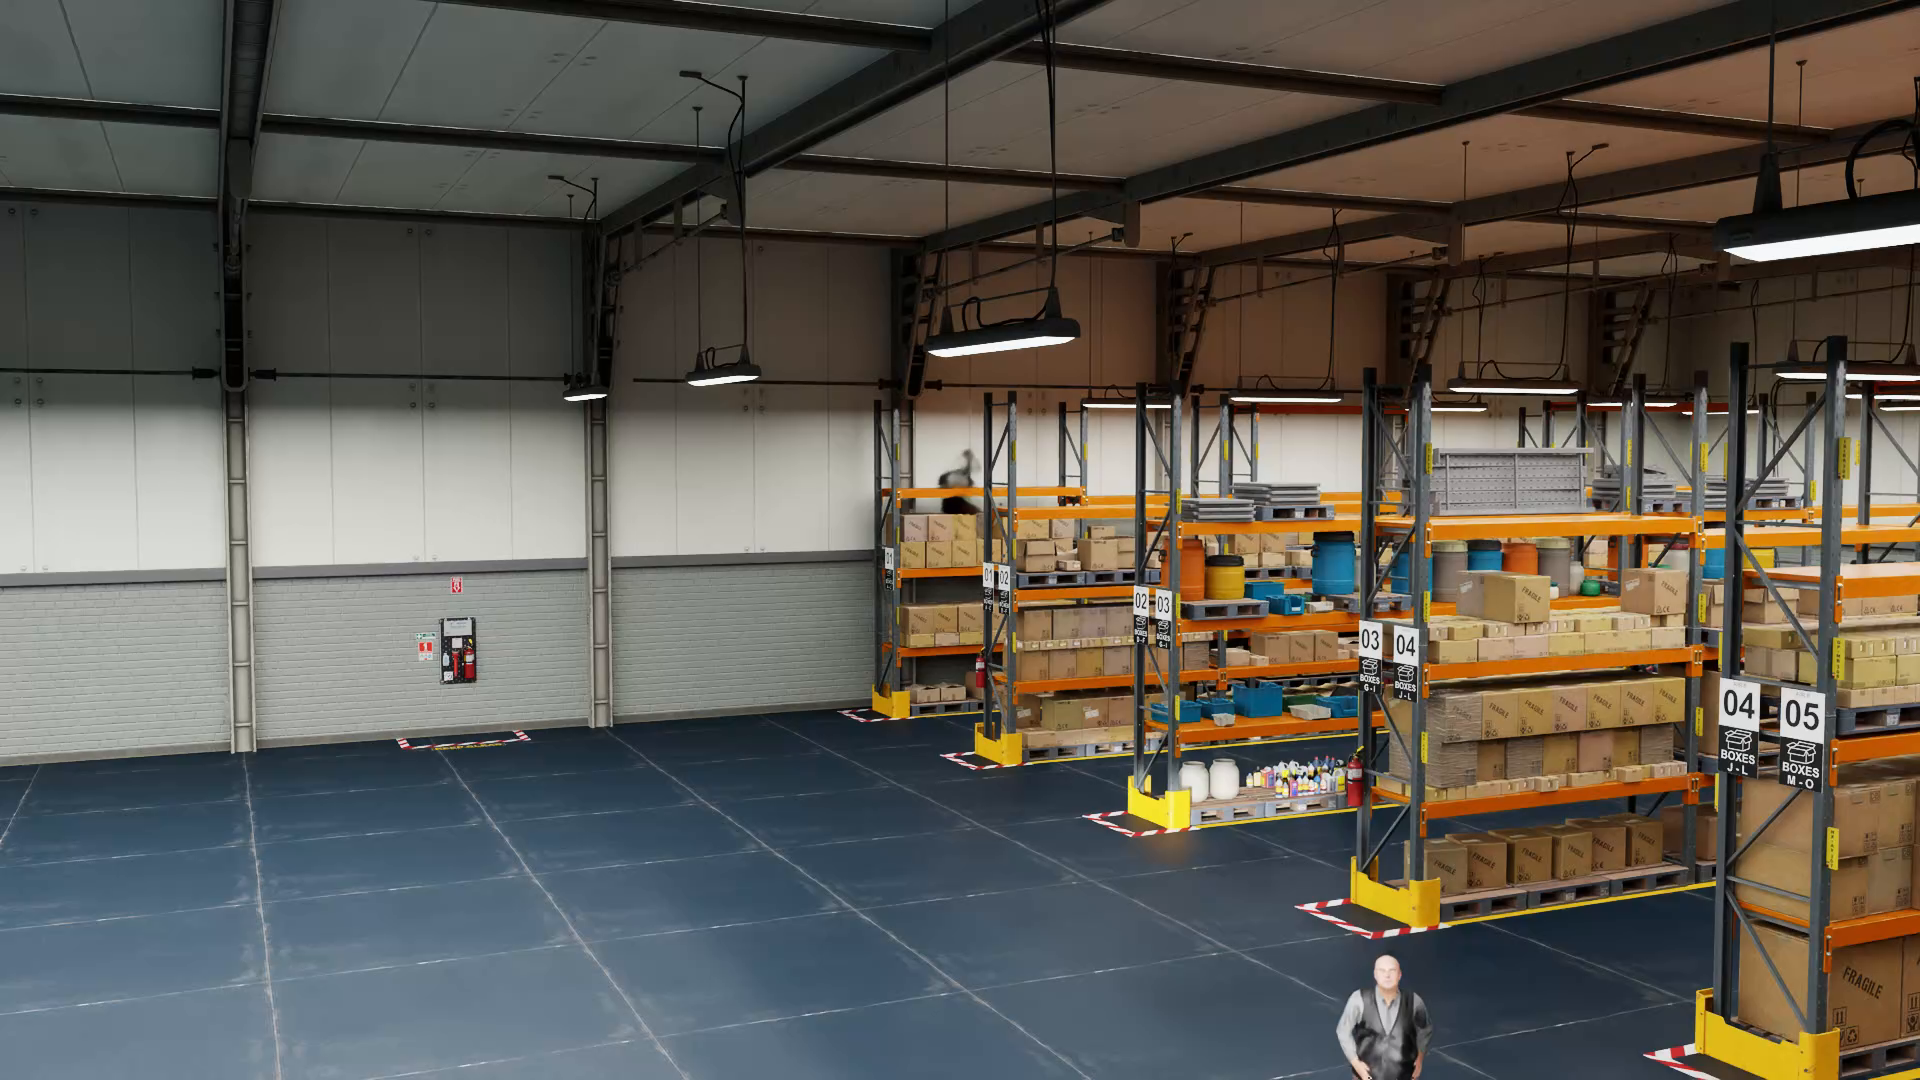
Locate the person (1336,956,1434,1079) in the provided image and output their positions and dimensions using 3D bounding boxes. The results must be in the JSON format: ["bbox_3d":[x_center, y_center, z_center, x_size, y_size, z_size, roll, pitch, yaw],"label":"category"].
[{"bbox_3d":[2.897,3.680,11.364,0.642,1.708,1.010,1,3,18],"label":"person"}]
